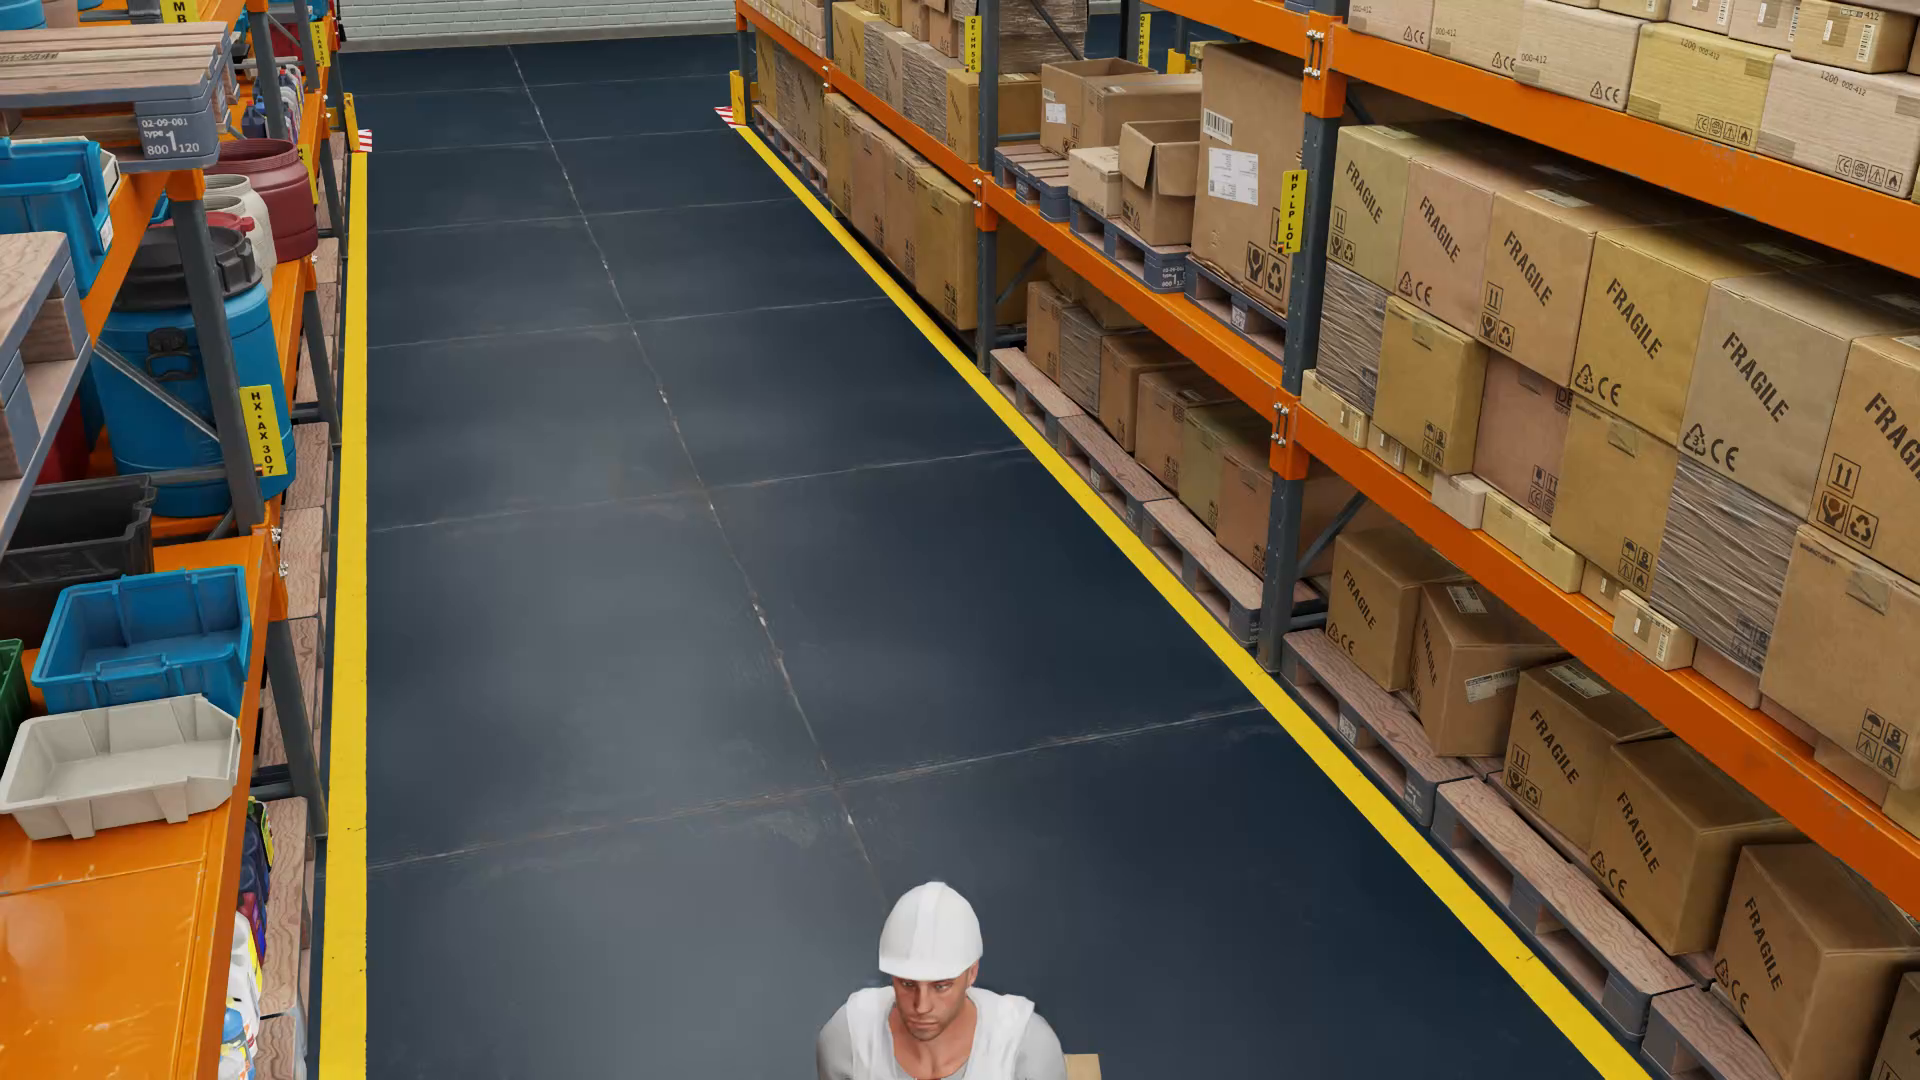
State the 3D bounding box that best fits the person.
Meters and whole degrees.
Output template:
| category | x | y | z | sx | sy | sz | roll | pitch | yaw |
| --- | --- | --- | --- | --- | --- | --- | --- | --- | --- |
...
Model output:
| category | x | y | z | sx | sy | sz | roll | pitch | yaw |
| --- | --- | --- | --- | --- | --- | --- | --- | --- | --- |
| person | -0.035 | 1.468 | 3.578 | 0.532 | 1.756 | 0.944 | 1 | 26 | 2 |
